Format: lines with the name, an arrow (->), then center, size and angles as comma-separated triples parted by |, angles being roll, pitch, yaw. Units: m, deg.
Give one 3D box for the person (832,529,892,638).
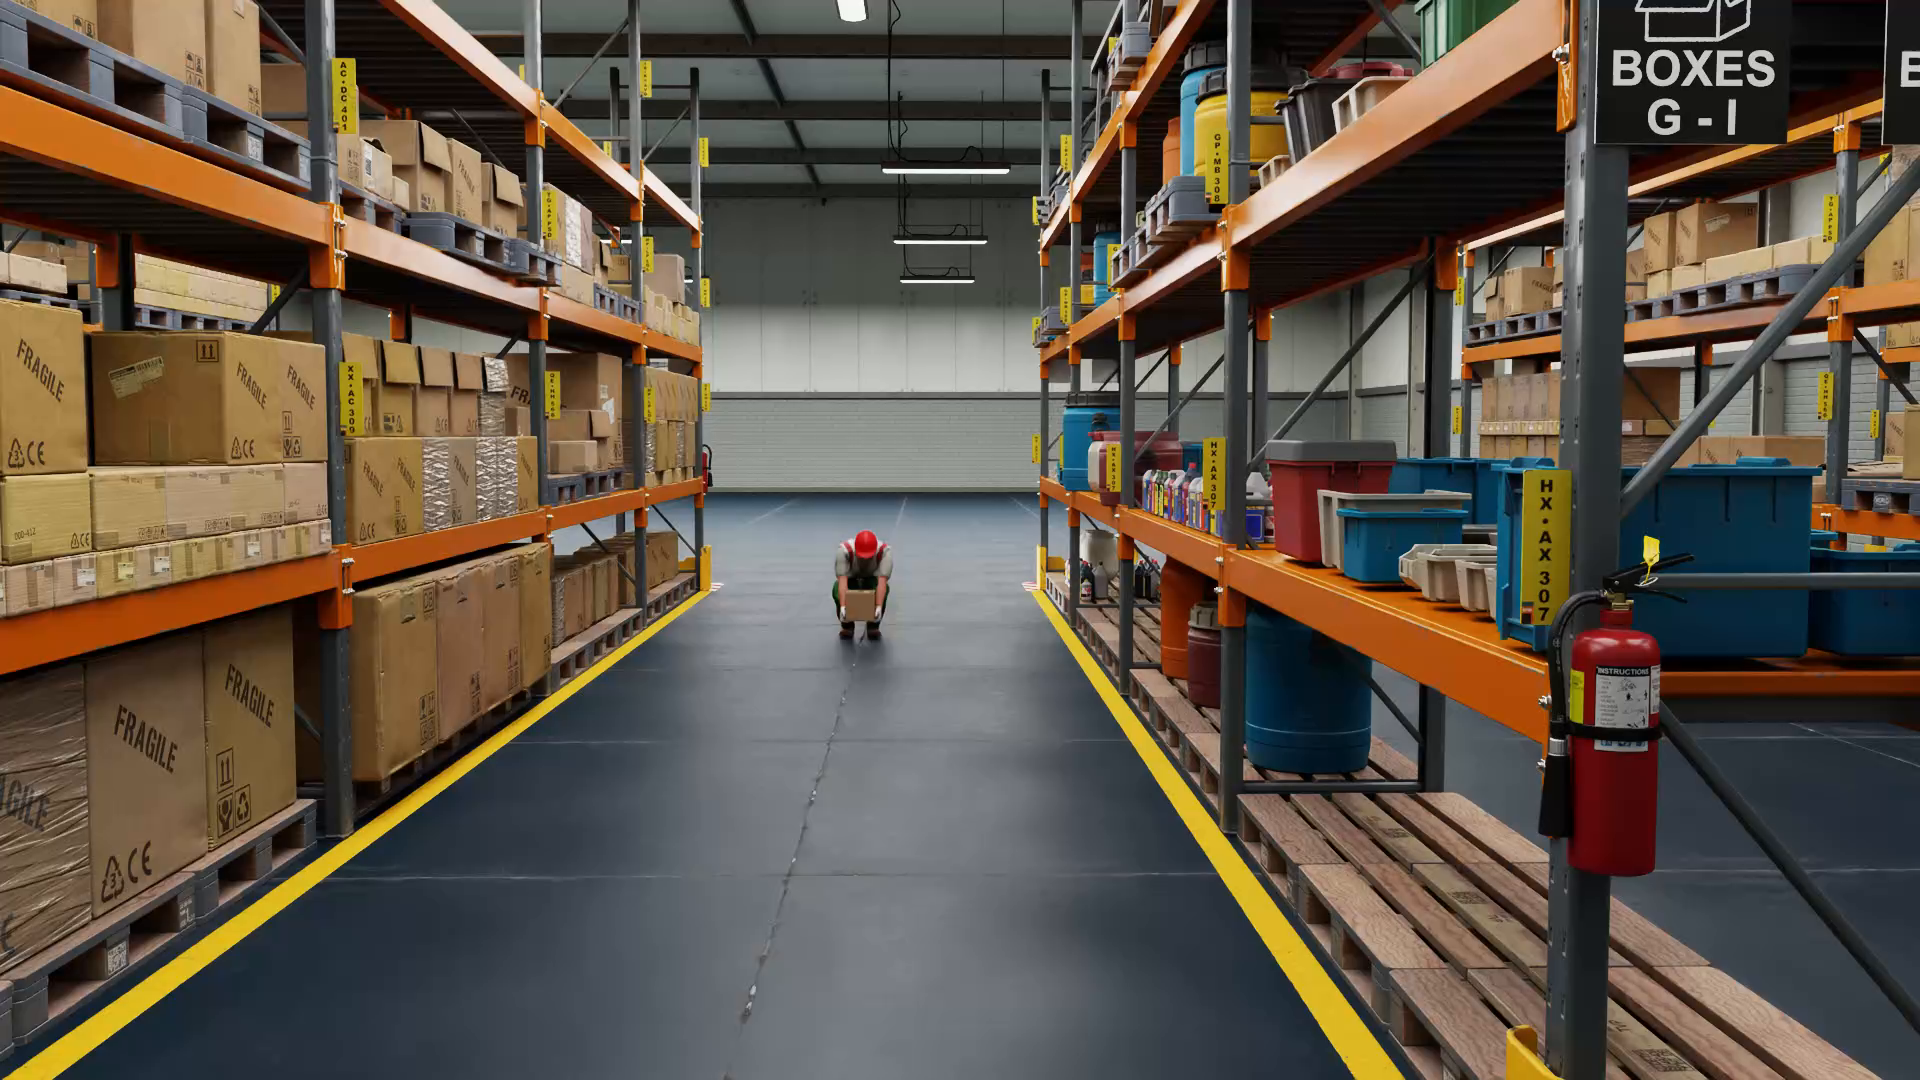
person -> -0.870, 0.382, 14.800 | 0.536, 0.993, 0.904 | 0, 4, -3
